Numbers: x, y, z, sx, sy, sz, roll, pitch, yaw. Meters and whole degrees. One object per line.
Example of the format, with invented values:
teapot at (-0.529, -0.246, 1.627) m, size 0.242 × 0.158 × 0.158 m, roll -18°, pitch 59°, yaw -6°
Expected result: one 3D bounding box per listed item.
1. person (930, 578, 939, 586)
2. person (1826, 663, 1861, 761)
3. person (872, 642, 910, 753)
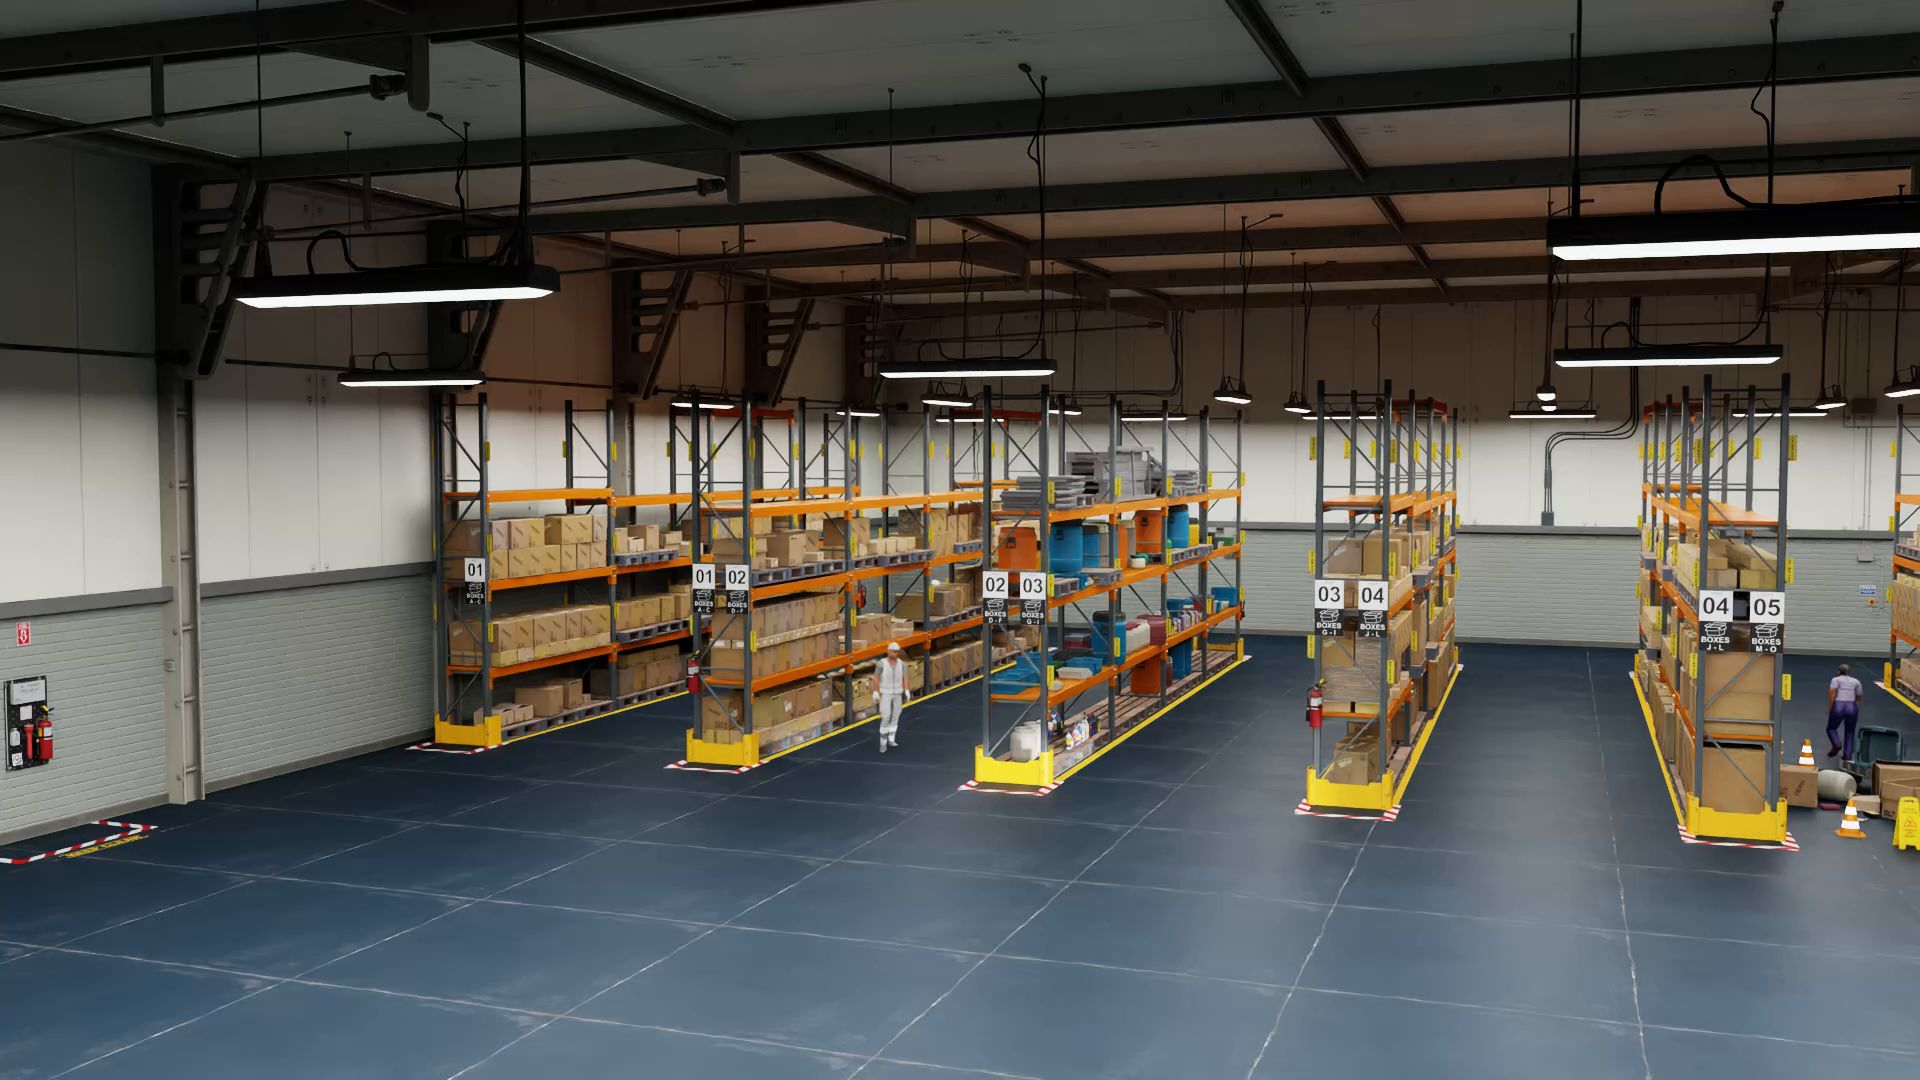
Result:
person at (-0.649, 1.747, 41.246) m, size 0.616 × 1.582 × 1.039 m, roll 2°, pitch 3°, yaw 28°
person at (14.418, 2.803, 27.133) m, size 0.522 × 1.523 × 0.747 m, roll 1°, pitch 3°, yaw 21°
person at (-1.163, 2.637, 27.927) m, size 0.609 × 1.841 × 0.602 m, roll -2°, pitch 3°, yaw -27°
